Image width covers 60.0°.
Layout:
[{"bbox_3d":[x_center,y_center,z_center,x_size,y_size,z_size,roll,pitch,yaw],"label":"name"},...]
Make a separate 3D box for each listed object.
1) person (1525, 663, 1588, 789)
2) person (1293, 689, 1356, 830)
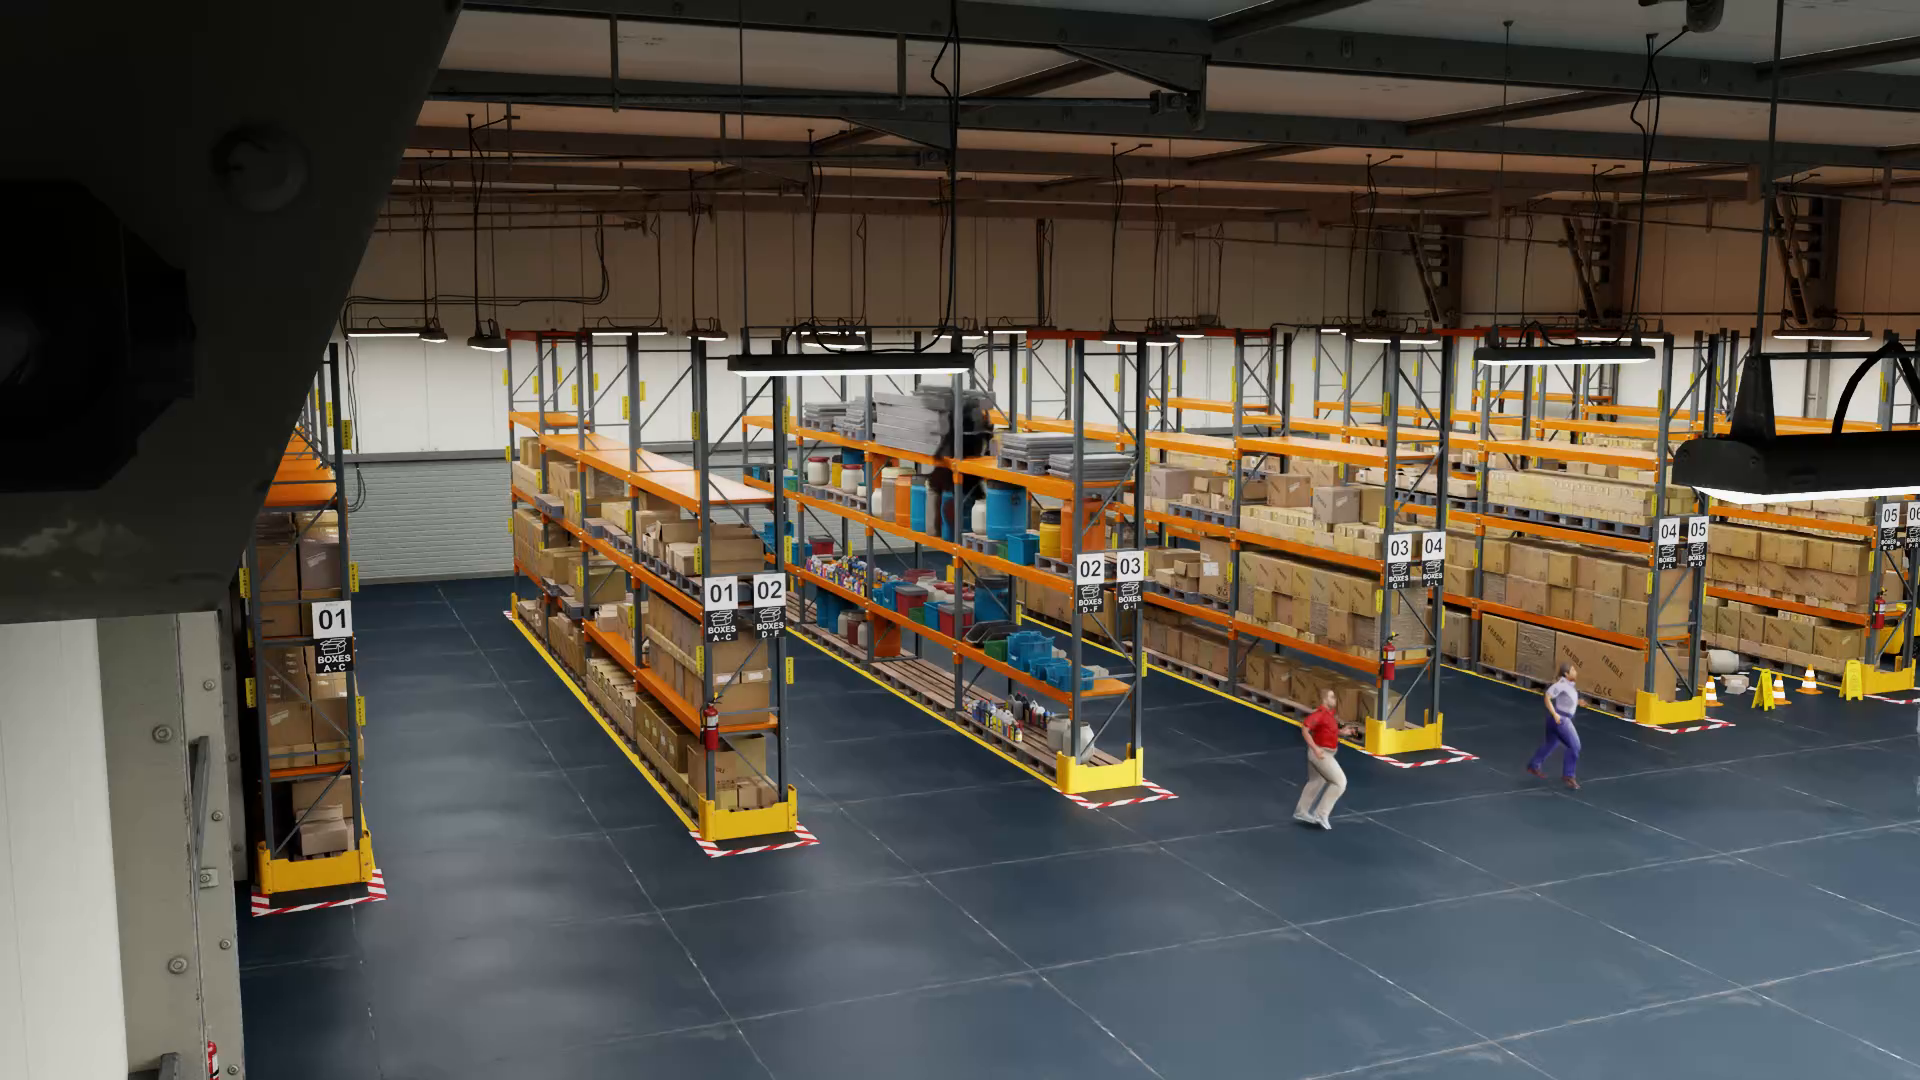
[{"bbox_3d":[8.063,2.484,22.444,0.764,1.705,0.597,2,8,17],"label":"person"},{"bbox_3d":[4.520,2.717,20.602,0.737,1.770,0.627,1,8,10],"label":"person"}]
